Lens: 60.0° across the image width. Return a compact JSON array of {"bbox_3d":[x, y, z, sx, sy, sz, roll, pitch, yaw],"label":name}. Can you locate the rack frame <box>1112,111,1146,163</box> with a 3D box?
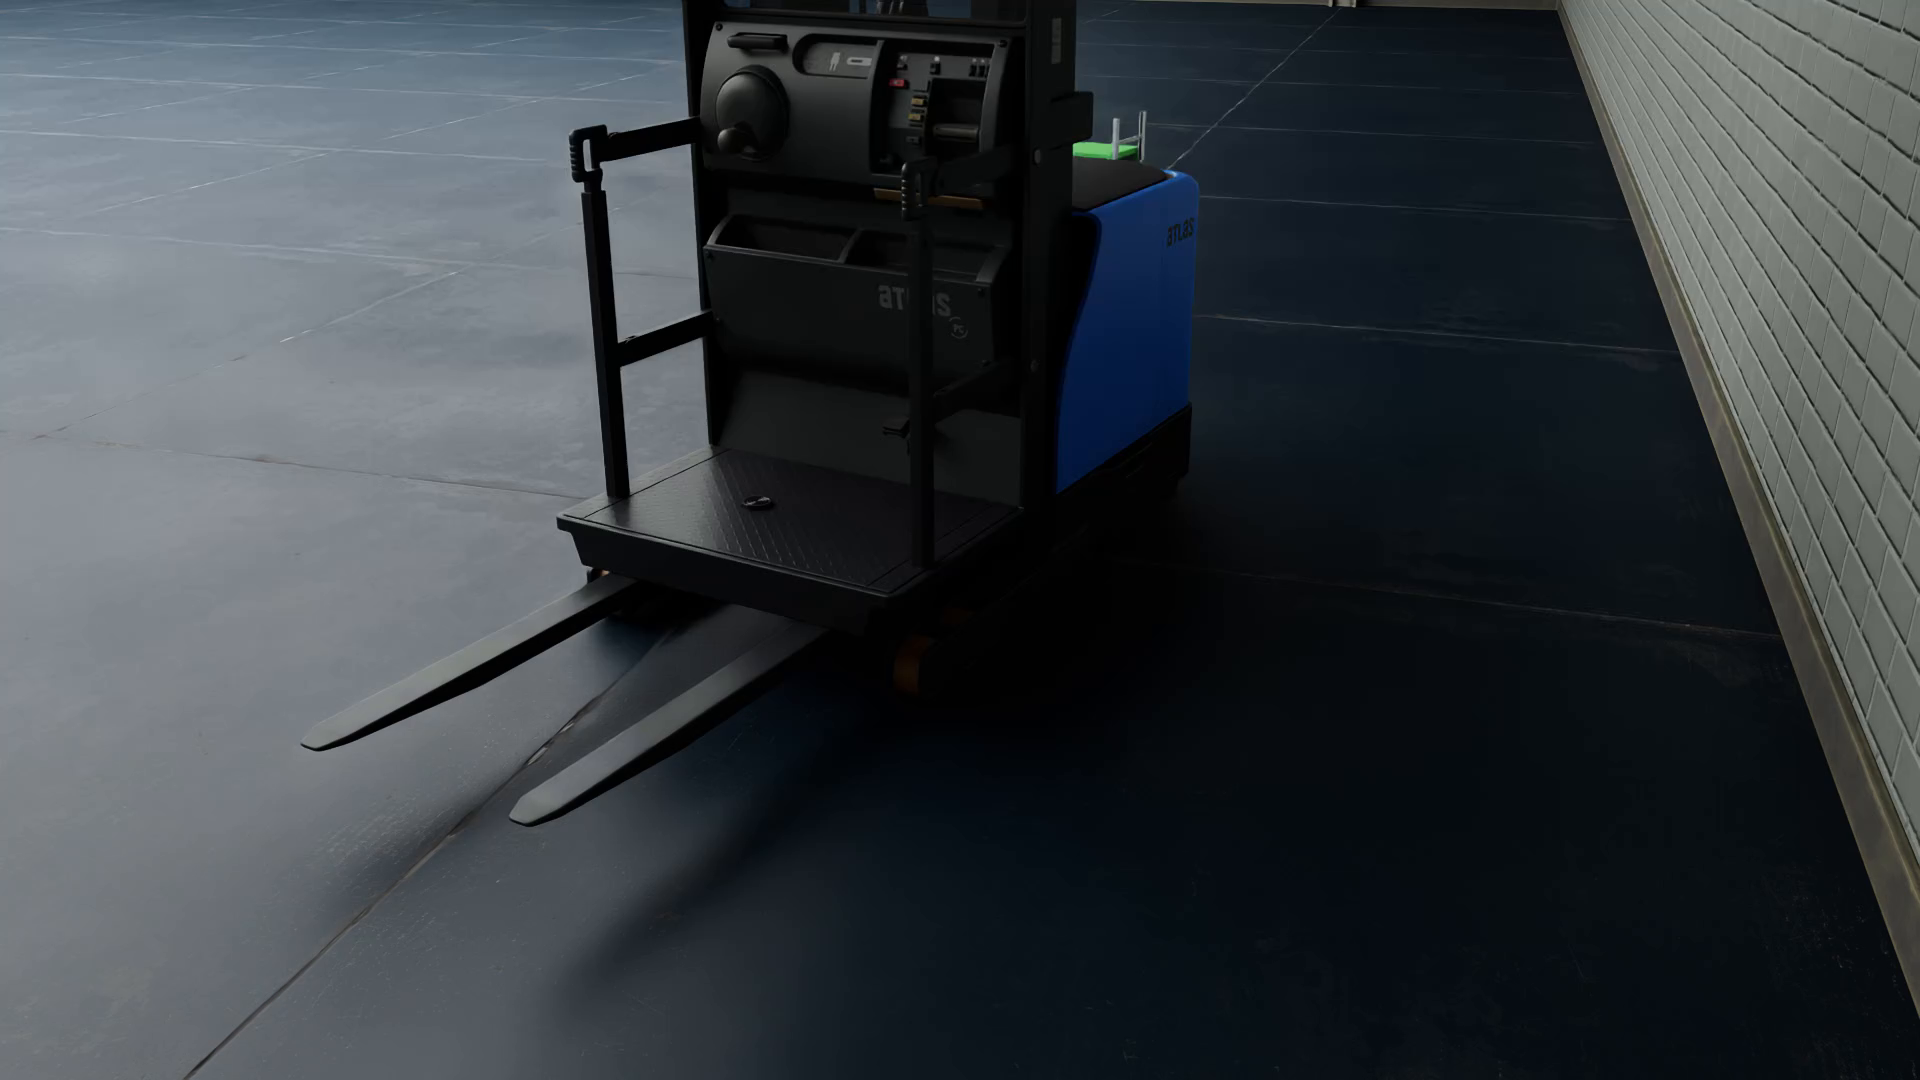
[{"bbox_3d":[0.566,-0.868,5.800,0.015,1.200,0.240,12,24,27],"label":"rack frame"}]

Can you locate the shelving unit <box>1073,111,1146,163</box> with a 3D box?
[{"bbox_3d":[0.353,-0.913,5.910,0.503,1.200,0.258,12,24,27],"label":"shelving unit"}]

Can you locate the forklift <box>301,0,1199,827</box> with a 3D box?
[{"bbox_3d":[-0.392,-1.144,4.198,1.130,2.935,3.031,12,25,27],"label":"forklift"}]

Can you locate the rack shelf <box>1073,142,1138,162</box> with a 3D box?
[{"bbox_3d":[0.357,-1.301,5.758,0.480,0.148,0.258,12,24,27],"label":"rack shelf"}]

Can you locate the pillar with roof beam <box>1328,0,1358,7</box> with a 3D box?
[{"bbox_3d":[4.353,-10.403,18.773,0.400,9.000,9.100,7,23,16],"label":"pillar with roof beam"}]
